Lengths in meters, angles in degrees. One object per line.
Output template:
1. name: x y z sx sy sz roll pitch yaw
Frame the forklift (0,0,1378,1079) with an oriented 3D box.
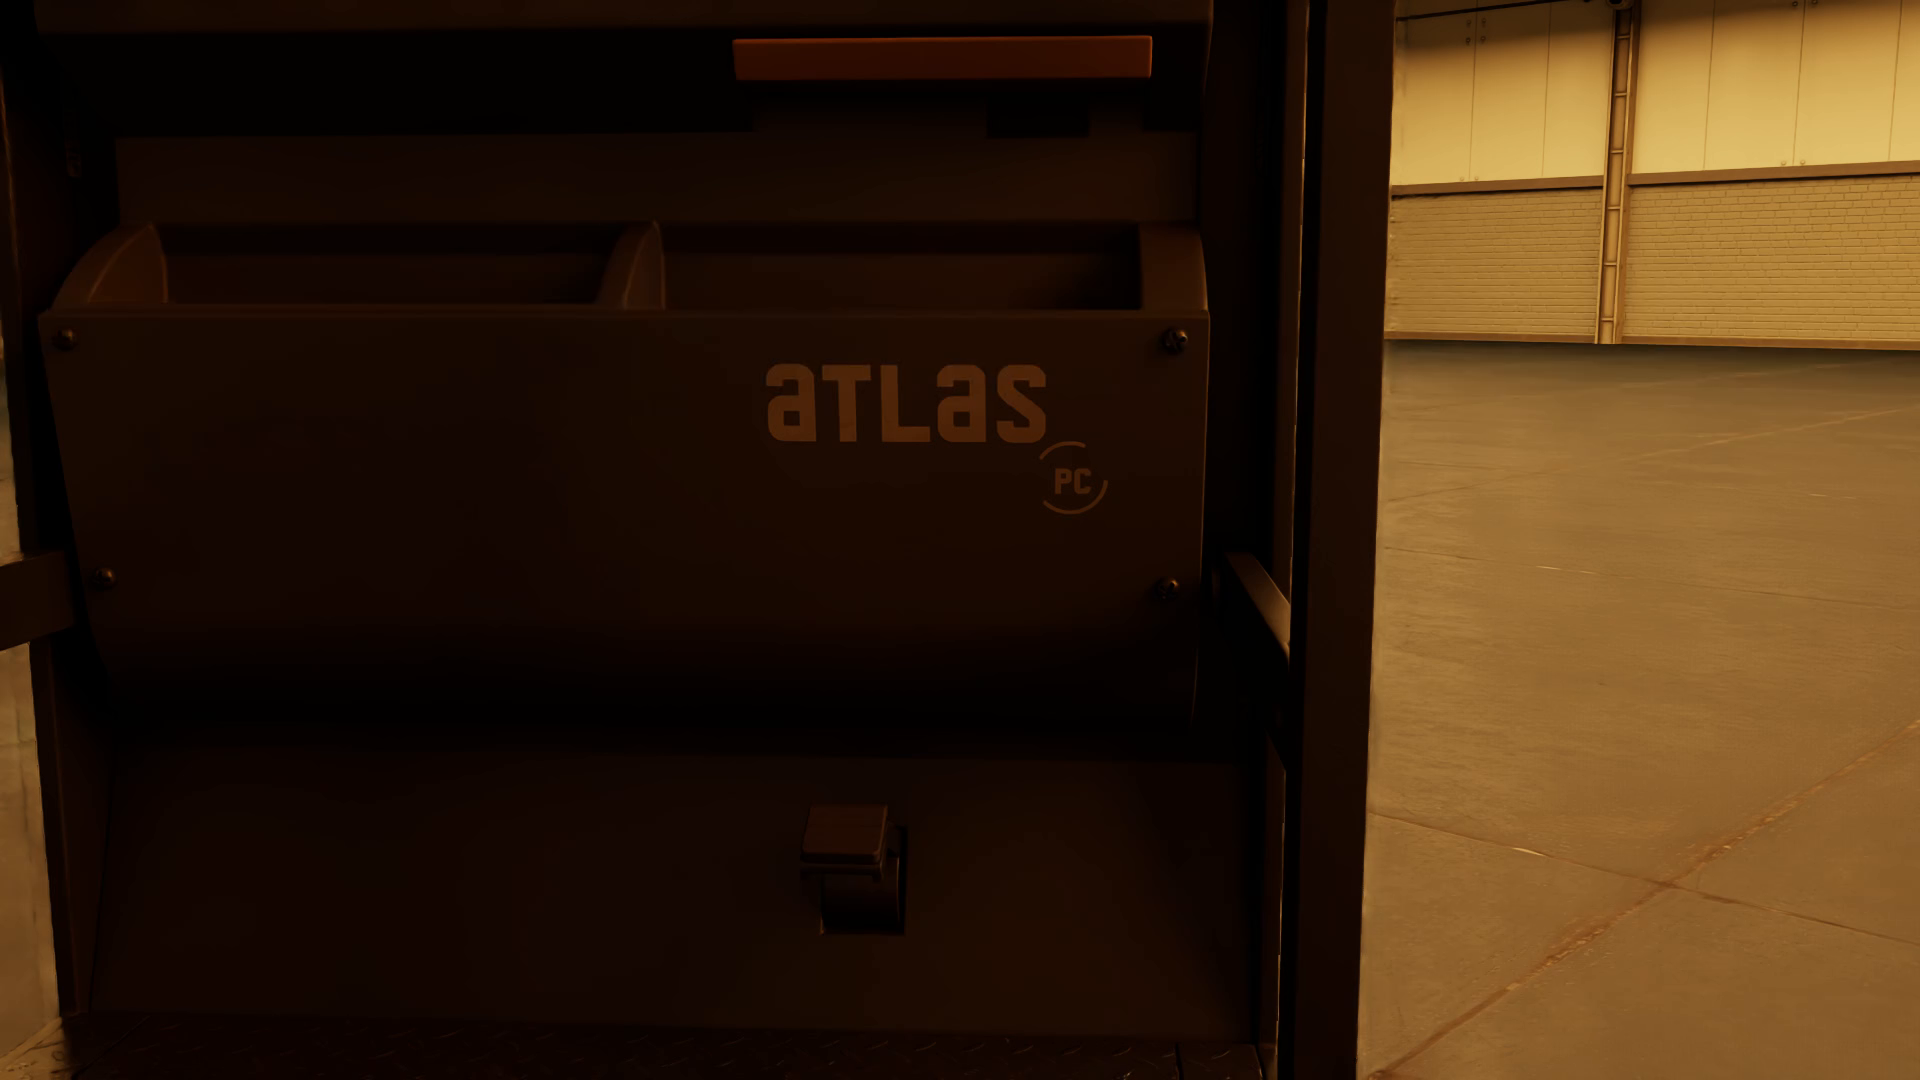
1. forklift: -0.276 -0.643 1.141 1.130 2.935 3.031 1 9 3
